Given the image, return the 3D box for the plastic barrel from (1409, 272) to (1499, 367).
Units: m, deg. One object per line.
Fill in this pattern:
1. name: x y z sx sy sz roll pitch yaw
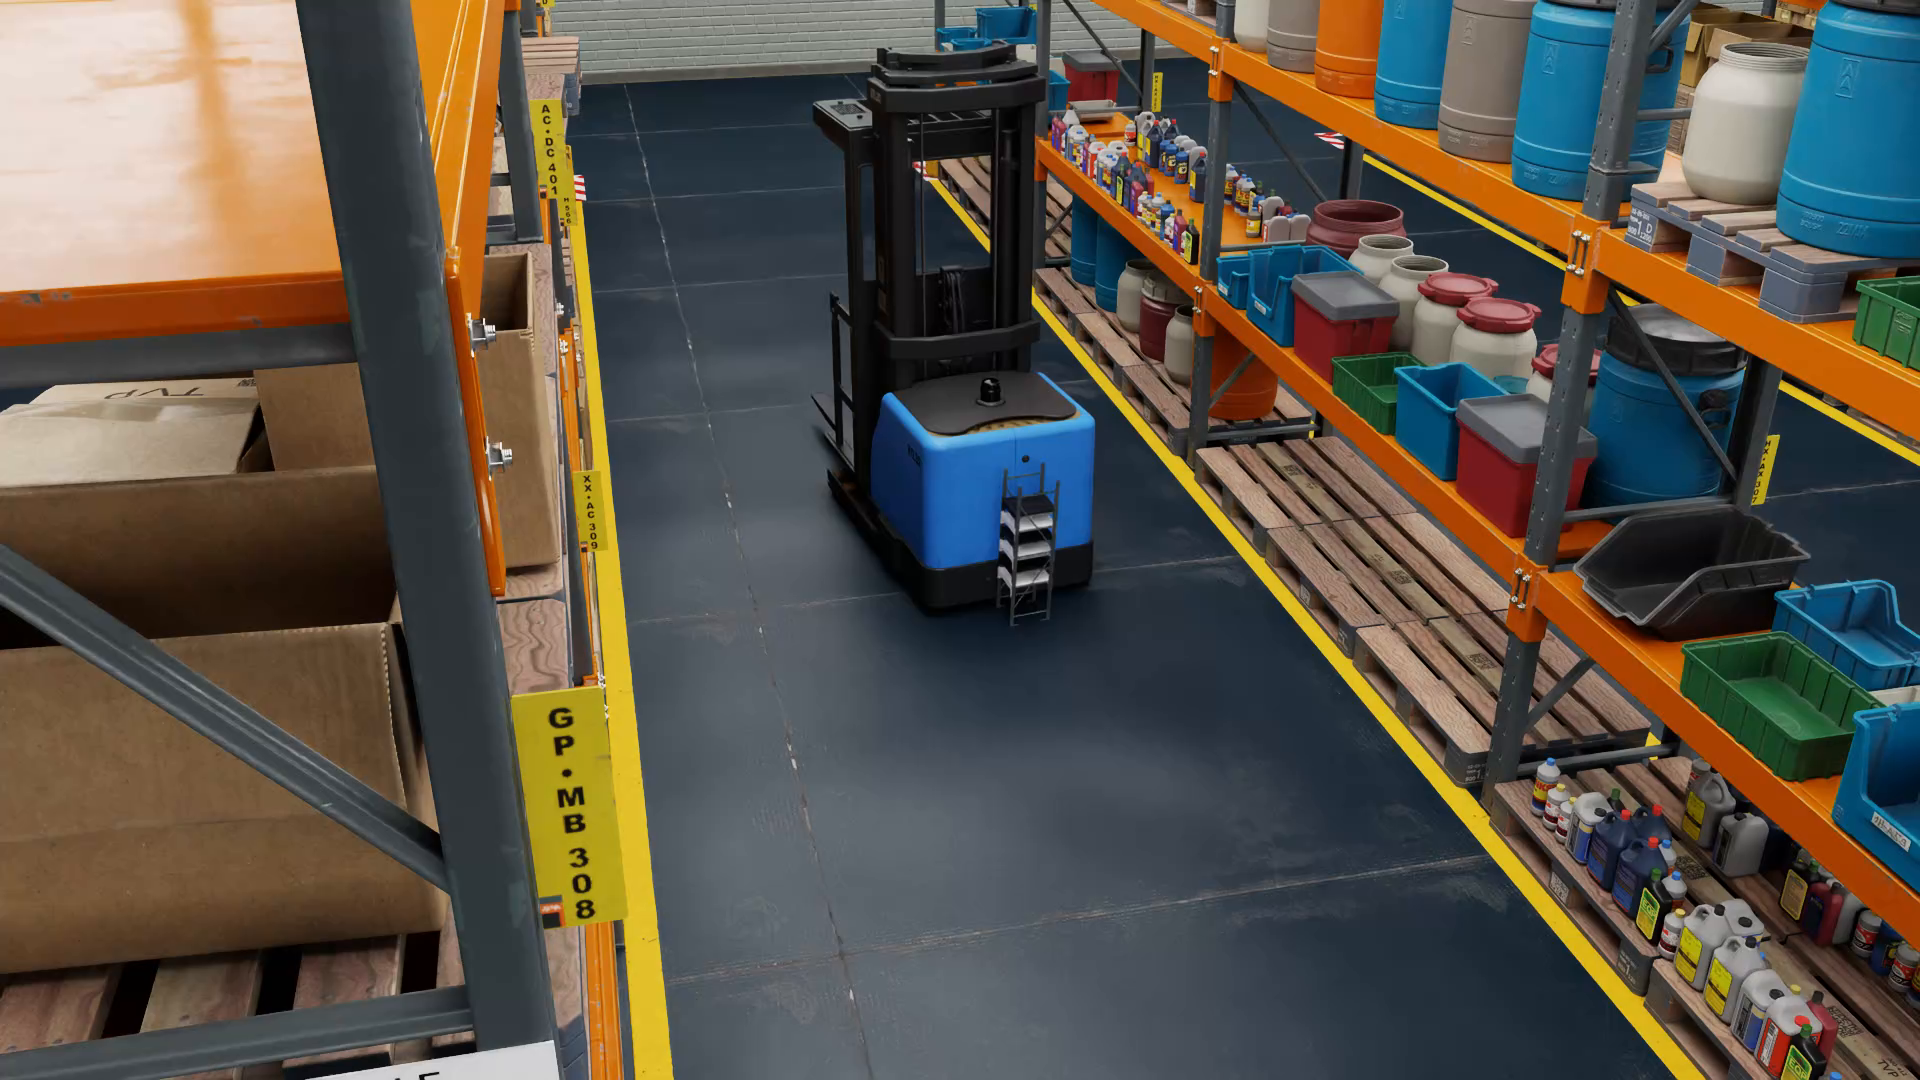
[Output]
1. plastic barrel: 2.672 -1.141 9.031 0.433 0.535 0.433 0 27 0

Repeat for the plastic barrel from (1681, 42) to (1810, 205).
1. plastic barrel: 2.842 -1.494 5.961 0.421 0.512 0.421 0 27 0

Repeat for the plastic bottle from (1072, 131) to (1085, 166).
1. plastic bottle: 0.949 -3.124 13.254 0.097 0.271 0.097 0 27 0

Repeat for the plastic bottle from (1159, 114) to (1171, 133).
1. plastic bottle: 1.660 -3.246 13.407 0.144 0.351 0.185 -6 27 -12

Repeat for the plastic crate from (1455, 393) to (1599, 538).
1. plastic crate: 2.529 -0.336 7.516 0.402 0.464 0.583 -6 27 -12

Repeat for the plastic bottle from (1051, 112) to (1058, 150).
1. plastic bottle: 0.801 -3.382 13.751 0.061 0.283 0.133 -6 27 -12

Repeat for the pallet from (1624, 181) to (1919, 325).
1. pallet: 3.194 -1.074 5.930 1.213 0.211 1.003 -6 27 -12

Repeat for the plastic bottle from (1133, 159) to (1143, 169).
1. plastic bottle: 1.311 -2.706 12.425 0.097 0.271 0.097 0 27 0

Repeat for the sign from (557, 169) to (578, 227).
1. sign: -2.252 -1.955 9.510 0.100 0.325 0.005 -6 27 -12

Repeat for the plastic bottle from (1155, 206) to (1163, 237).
1. plastic bottle: 1.402 -2.210 11.519 0.097 0.201 0.097 0 27 0

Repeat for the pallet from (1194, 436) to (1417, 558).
1. pallet: 2.172 -0.293 10.597 1.003 0.211 1.213 -6 27 -12

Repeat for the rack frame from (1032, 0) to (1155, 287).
1. rack frame: 1.134 -3.638 14.129 1.000 3.000 0.127 -6 27 -12

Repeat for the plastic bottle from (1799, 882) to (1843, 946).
1. plastic bottle: 3.408 1.452 6.570 0.061 0.283 0.133 -6 27 -12

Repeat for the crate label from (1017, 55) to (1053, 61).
1. crate label: 0.730 -4.715 16.489 0.396 0.136 0.243 -6 27 -12

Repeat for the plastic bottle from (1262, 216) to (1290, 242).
1. plastic bottle: 2.104 -2.034 11.089 0.152 0.276 0.135 -6 27 -12

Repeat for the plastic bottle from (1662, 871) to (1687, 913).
1. plastic bottle: 2.826 1.436 6.616 0.097 0.271 0.097 0 27 0

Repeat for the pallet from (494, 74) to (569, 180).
1. pallet: -2.297 -1.856 7.479 1.003 0.211 1.213 -5 27 -9

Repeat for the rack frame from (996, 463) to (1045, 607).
1. rack frame: 0.335 -0.020 9.250 0.240 0.900 0.006 -10 34 -18

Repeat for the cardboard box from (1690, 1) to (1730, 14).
1. cardboard box: 6.111 -4.354 14.323 0.797 0.503 0.637 -7 28 -13

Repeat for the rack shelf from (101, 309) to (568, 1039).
1. rack shelf: -1.440 0.235 3.924 1.077 0.370 4.000 -6 27 -12

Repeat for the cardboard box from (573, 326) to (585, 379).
1. cardboard box: -2.847 -1.140 11.466 0.500 0.500 0.500 -6 27 -12

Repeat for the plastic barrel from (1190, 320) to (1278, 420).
1. plastic barrel: 1.908 -1.314 11.466 0.600 0.830 0.708 -6 27 -12

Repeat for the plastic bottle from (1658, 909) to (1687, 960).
1. plastic bottle: 2.798 1.533 6.502 0.097 0.201 0.097 0 27 0

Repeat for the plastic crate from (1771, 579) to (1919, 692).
1. plastic crate: 3.450 0.399 6.296 0.499 0.251 0.616 -6 27 -12

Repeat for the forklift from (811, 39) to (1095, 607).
1. forklift: -0.217 -1.573 10.113 1.130 2.935 3.031 -9 28 -18

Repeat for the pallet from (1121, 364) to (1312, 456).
1. pallet: 1.817 -0.979 11.956 1.003 0.211 1.213 -6 27 -12

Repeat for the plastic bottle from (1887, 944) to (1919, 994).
1. plastic bottle: 3.611 1.617 6.334 0.097 0.201 0.097 0 27 0

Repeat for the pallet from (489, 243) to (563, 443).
1. pallet: -1.673 -0.553 4.785 1.003 0.211 1.213 -6 27 -12

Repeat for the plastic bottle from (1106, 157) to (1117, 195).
1. plastic bottle: 1.149 -2.734 12.481 0.097 0.271 0.097 0 27 0

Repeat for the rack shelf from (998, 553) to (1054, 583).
1. rack shelf: 0.366 0.136 9.236 0.258 0.077 0.200 -10 34 -18

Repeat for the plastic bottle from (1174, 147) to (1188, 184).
1. plastic bottle: 1.699 -2.877 12.764 0.097 0.271 0.097 0 27 0

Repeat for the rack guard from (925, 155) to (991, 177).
1. rack guard: 0.214 -4.287 18.190 1.175 0.500 0.348 -6 27 -12

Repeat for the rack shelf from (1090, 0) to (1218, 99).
1. rack shelf: 1.584 -3.778 11.876 1.077 0.370 4.000 -6 27 -12

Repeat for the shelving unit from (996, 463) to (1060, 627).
1. shelving unit: 0.370 0.032 9.170 0.258 0.900 0.210 -10 34 -18

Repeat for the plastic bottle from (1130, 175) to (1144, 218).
1. plastic bottle: 1.271 -2.466 11.936 0.061 0.283 0.133 -6 27 -12

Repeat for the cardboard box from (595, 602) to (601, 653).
1. cardboard box: -2.087 0.538 8.441 0.500 0.250 0.500 -5 27 -11

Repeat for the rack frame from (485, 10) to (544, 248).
1. rack frame: -1.890 -2.303 4.826 1.000 3.000 0.127 -6 27 -12

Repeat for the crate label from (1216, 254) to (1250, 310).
1. crate label: 1.765 -1.584 10.246 0.303 0.233 0.416 -6 27 -12

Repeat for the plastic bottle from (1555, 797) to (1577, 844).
1. plastic bottle: 2.627 1.200 7.160 0.097 0.201 0.097 0 27 0

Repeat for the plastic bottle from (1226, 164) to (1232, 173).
1. plastic bottle: 1.940 -2.658 12.326 0.152 0.276 0.135 -6 27 -12

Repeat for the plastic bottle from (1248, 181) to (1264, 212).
1. plastic bottle: 2.110 -2.421 11.846 0.061 0.283 0.133 -6 27 -12

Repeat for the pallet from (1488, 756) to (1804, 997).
1. pallet: 3.047 1.418 7.207 1.003 0.211 1.213 -6 27 -12

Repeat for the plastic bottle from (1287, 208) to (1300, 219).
1. plastic bottle: 2.253 -2.101 11.227 0.097 0.271 0.097 0 27 0

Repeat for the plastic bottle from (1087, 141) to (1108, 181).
1. plastic bottle: 1.075 -2.934 12.872 0.152 0.276 0.135 -6 27 -12

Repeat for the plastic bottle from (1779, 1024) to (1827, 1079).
1. plastic bottle: 2.953 1.835 5.812 0.061 0.283 0.133 -5 27 -10

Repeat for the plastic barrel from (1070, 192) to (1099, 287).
1. plastic barrel: 1.240 -2.648 14.031 0.600 0.901 0.708 -6 27 -12

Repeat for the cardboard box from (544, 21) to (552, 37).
1. cardboard box: -3.525 -3.863 13.354 0.500 0.500 0.500 -5 27 -10

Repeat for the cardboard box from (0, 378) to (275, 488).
1. cardboard box: -1.631 -0.141 3.349 0.500 0.311 0.500 -3 27 -6

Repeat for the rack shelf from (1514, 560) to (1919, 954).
1. rack shelf: 3.387 1.073 5.593 1.077 0.370 4.000 -6 27 -12

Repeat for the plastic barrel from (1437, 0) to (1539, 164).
1. plastic barrel: 2.463 -2.177 7.350 0.600 0.901 0.600 0 27 0

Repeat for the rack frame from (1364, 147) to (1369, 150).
1. rack frame: 5.058 -5.897 18.605 1.000 3.000 0.127 -6 27 -12

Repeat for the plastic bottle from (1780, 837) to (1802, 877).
1. plastic bottle: 3.483 1.295 6.881 0.061 0.283 0.133 -4 27 -8

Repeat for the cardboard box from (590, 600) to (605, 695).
1. cardboard box: -1.966 0.511 7.872 0.500 0.311 0.500 -7 28 -13

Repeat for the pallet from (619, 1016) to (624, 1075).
1. pallet: -1.752 1.973 6.106 1.003 0.211 1.213 -6 27 -12

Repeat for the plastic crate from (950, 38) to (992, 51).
1. plastic crate: 0.115 -4.915 16.779 0.416 0.233 0.300 -6 27 -12

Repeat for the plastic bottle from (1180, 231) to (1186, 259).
1. plastic bottle: 1.520 -1.980 11.065 0.097 0.201 0.097 0 27 0

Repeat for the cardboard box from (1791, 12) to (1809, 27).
1. cardboard box: 9.764 -5.961 19.010 0.380 0.149 0.250 -5 27 -10
